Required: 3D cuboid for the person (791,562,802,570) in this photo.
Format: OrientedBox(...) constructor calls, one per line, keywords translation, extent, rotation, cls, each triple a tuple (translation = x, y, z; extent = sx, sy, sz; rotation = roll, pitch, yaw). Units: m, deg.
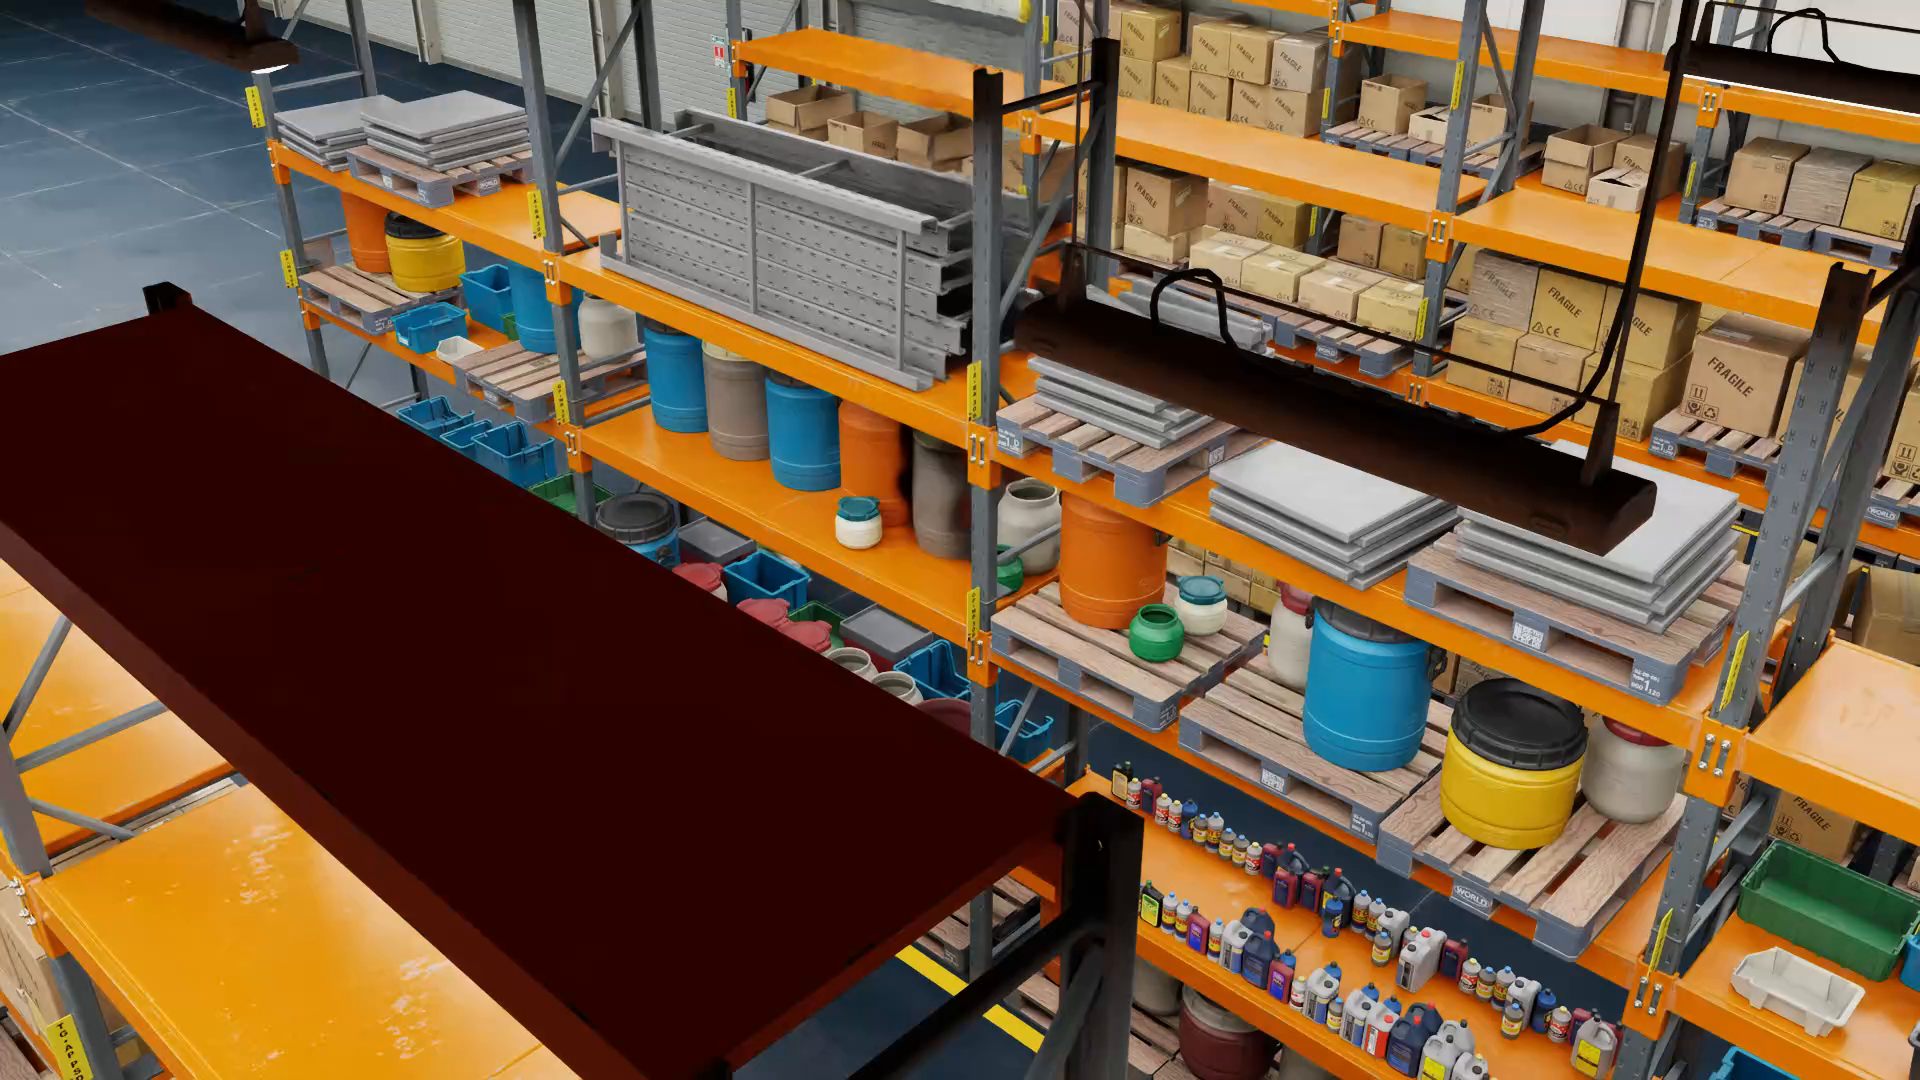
OrientedBox(translation=(-1.766, -0.323, 15.223), extent=(0.890, 1.518, 0.426), rotation=(24, 37, 36), cls="person")
